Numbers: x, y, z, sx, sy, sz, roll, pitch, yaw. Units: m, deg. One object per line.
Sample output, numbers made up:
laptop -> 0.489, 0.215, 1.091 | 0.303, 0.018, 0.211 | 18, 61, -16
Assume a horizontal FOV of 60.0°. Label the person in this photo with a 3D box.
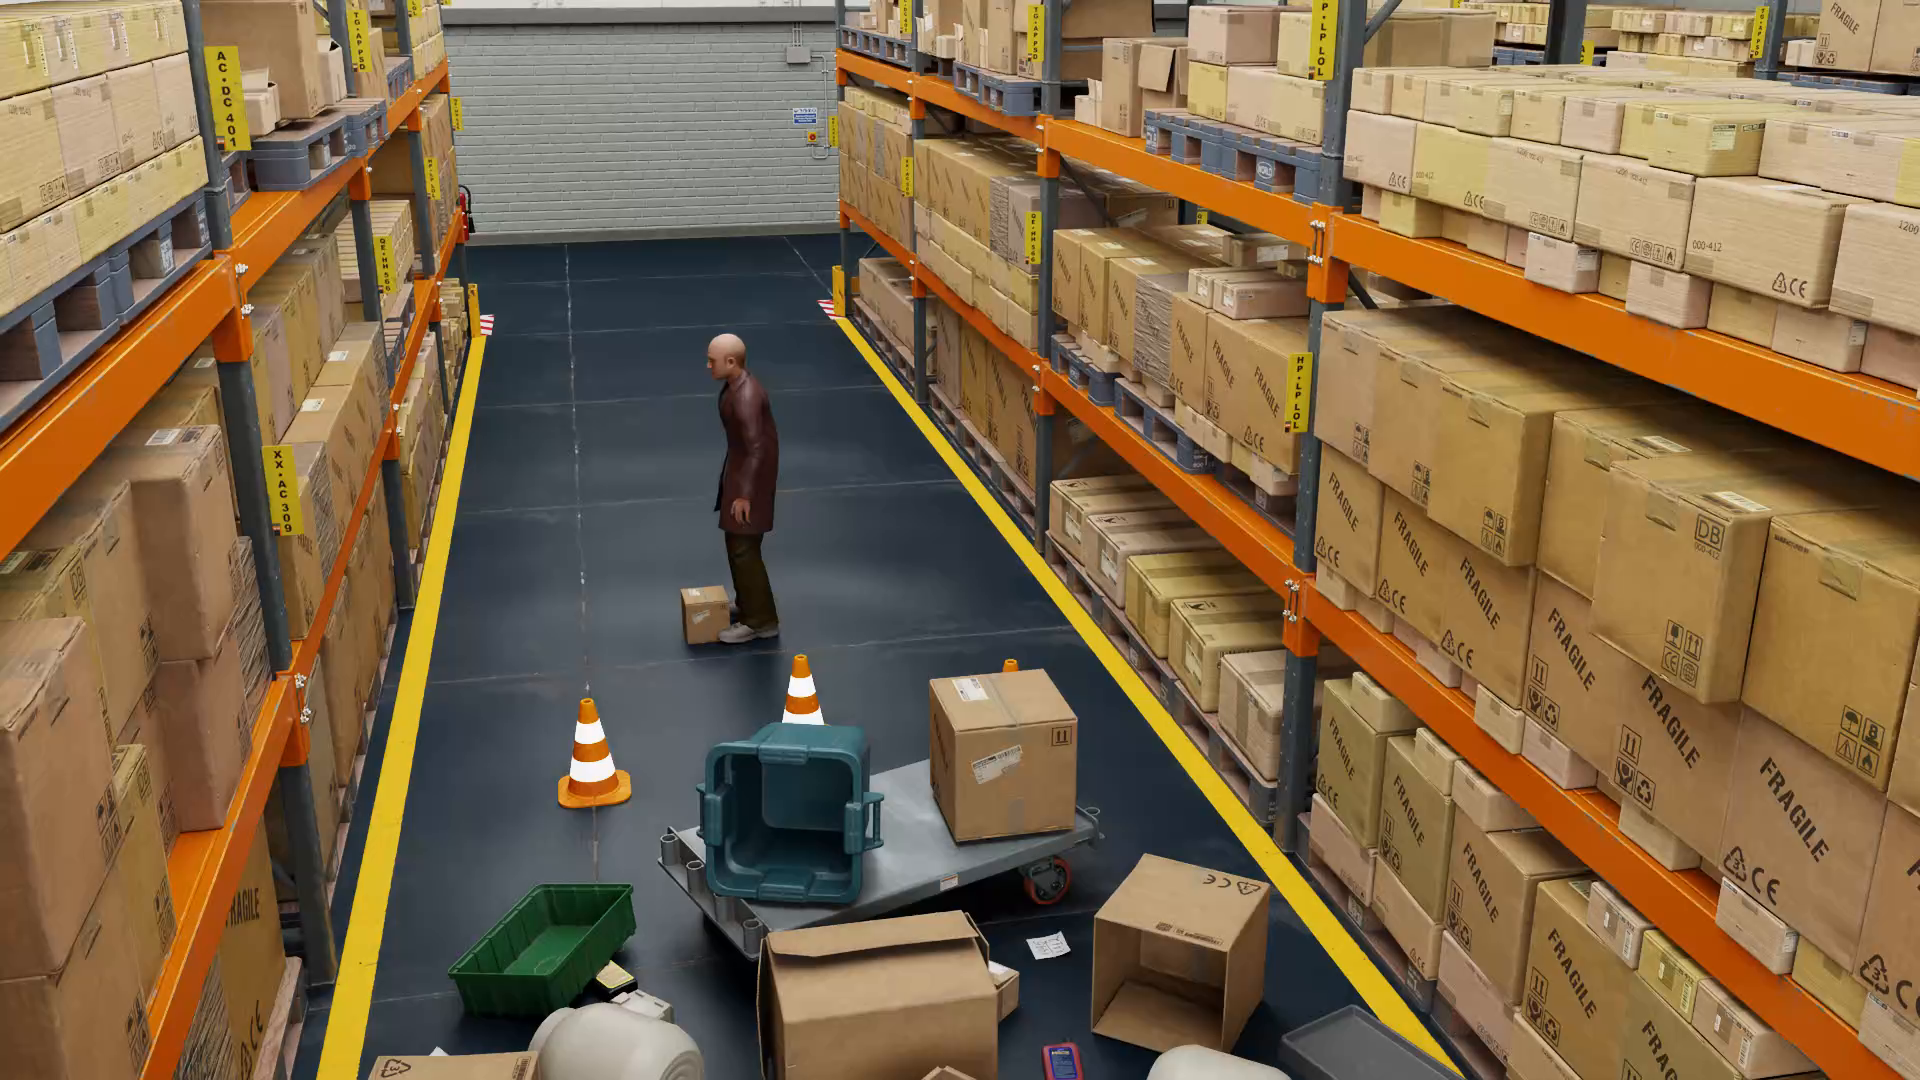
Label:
person -> -1.237, -0.306, 9.464 | 0.419, 1.774, 0.645 | -5, 20, -13
